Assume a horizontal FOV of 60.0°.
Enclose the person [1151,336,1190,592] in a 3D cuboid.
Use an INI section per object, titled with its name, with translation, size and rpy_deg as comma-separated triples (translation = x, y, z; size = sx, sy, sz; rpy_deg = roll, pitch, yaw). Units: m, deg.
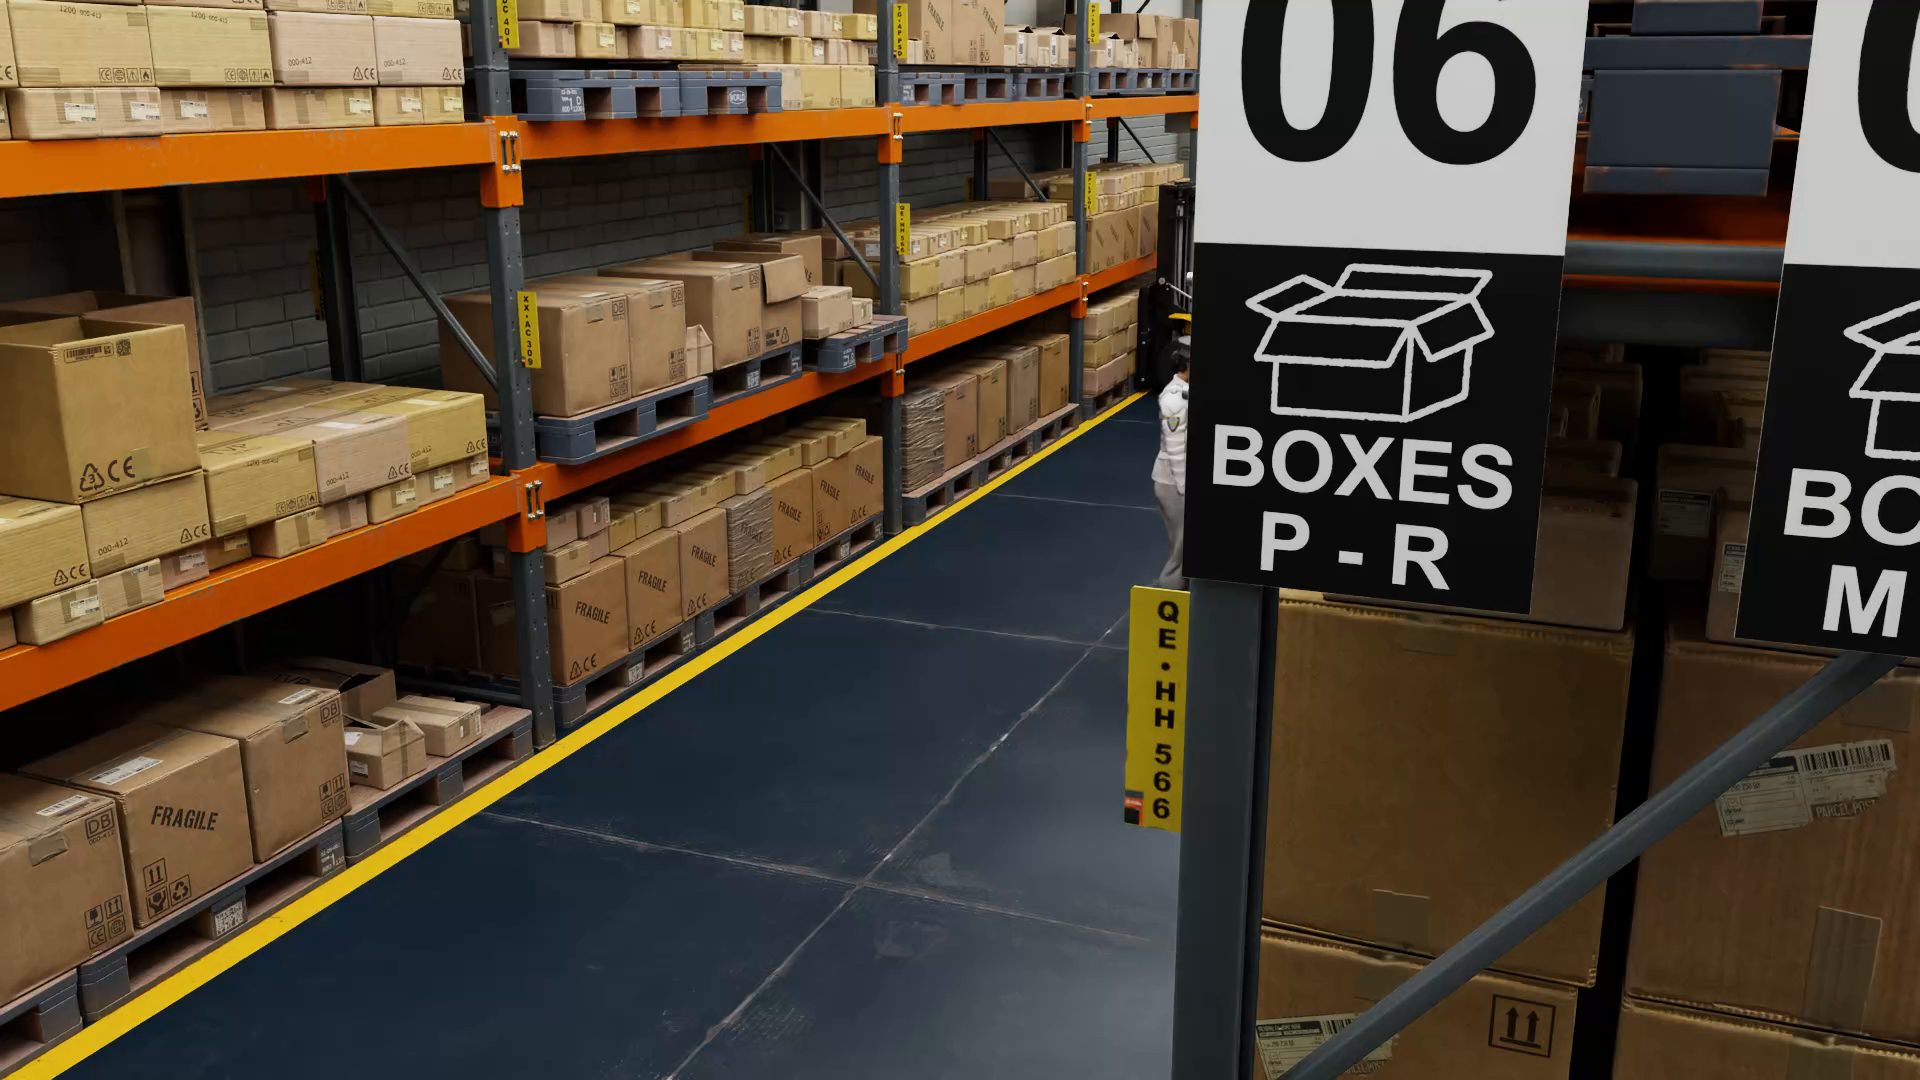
[person]
translation = 1.235, -0.284, 9.079
size = 0.352, 1.657, 0.479
rpy_deg = 6, 17, 22
